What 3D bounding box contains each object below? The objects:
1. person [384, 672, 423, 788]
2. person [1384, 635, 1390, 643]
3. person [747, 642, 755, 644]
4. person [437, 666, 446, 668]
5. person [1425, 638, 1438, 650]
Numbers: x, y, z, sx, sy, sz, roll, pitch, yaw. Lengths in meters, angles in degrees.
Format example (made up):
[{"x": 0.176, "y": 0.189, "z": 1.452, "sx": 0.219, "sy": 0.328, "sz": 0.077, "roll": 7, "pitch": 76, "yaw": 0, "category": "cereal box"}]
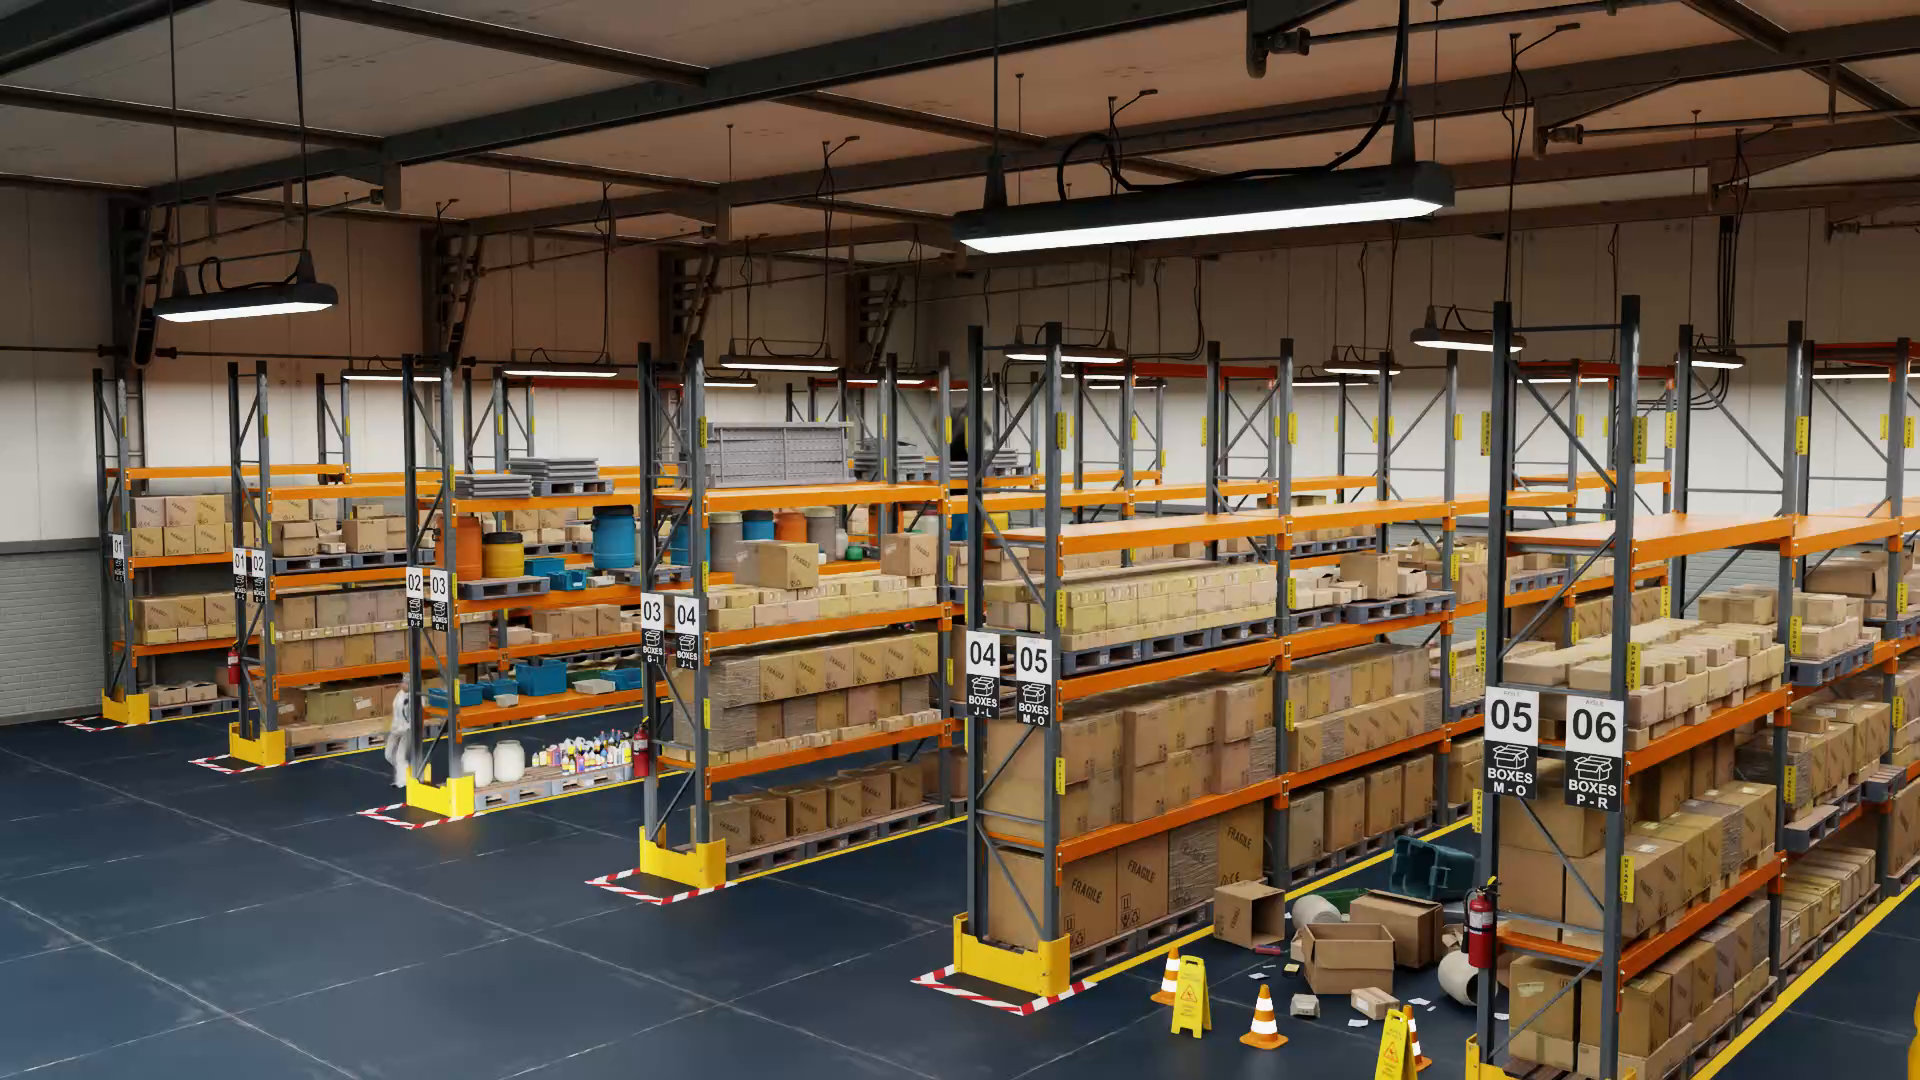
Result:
[{"x": -7.734, "y": 2.645, "z": 23.135, "sx": 0.643, "sy": 1.637, "sz": 0.502, "roll": 2, "pitch": 5, "yaw": 25, "category": "person"}, {"x": 6.962, "y": 2.364, "z": 27.399, "sx": 0.525, "sy": 1.621, "sz": 0.679, "roll": 3, "pitch": 5, "yaw": 38, "category": "person"}, {"x": -3.545, "y": 2.145, "z": 29.178, "sx": 0.633, "sy": 1.746, "sz": 0.612, "roll": 2, "pitch": 5, "yaw": 30, "category": "person"}, {"x": -9.042, "y": 2.164, "z": 29.356, "sx": 0.672, "sy": 1.712, "sz": 0.710, "roll": 3, "pitch": 5, "yaw": 38, "category": "person"}, {"x": 7.339, "y": 2.401, "z": 25.662, "sx": 0.747, "sy": 1.817, "sz": 0.924, "roll": 4, "pitch": 6, "yaw": 43, "category": "person"}]
